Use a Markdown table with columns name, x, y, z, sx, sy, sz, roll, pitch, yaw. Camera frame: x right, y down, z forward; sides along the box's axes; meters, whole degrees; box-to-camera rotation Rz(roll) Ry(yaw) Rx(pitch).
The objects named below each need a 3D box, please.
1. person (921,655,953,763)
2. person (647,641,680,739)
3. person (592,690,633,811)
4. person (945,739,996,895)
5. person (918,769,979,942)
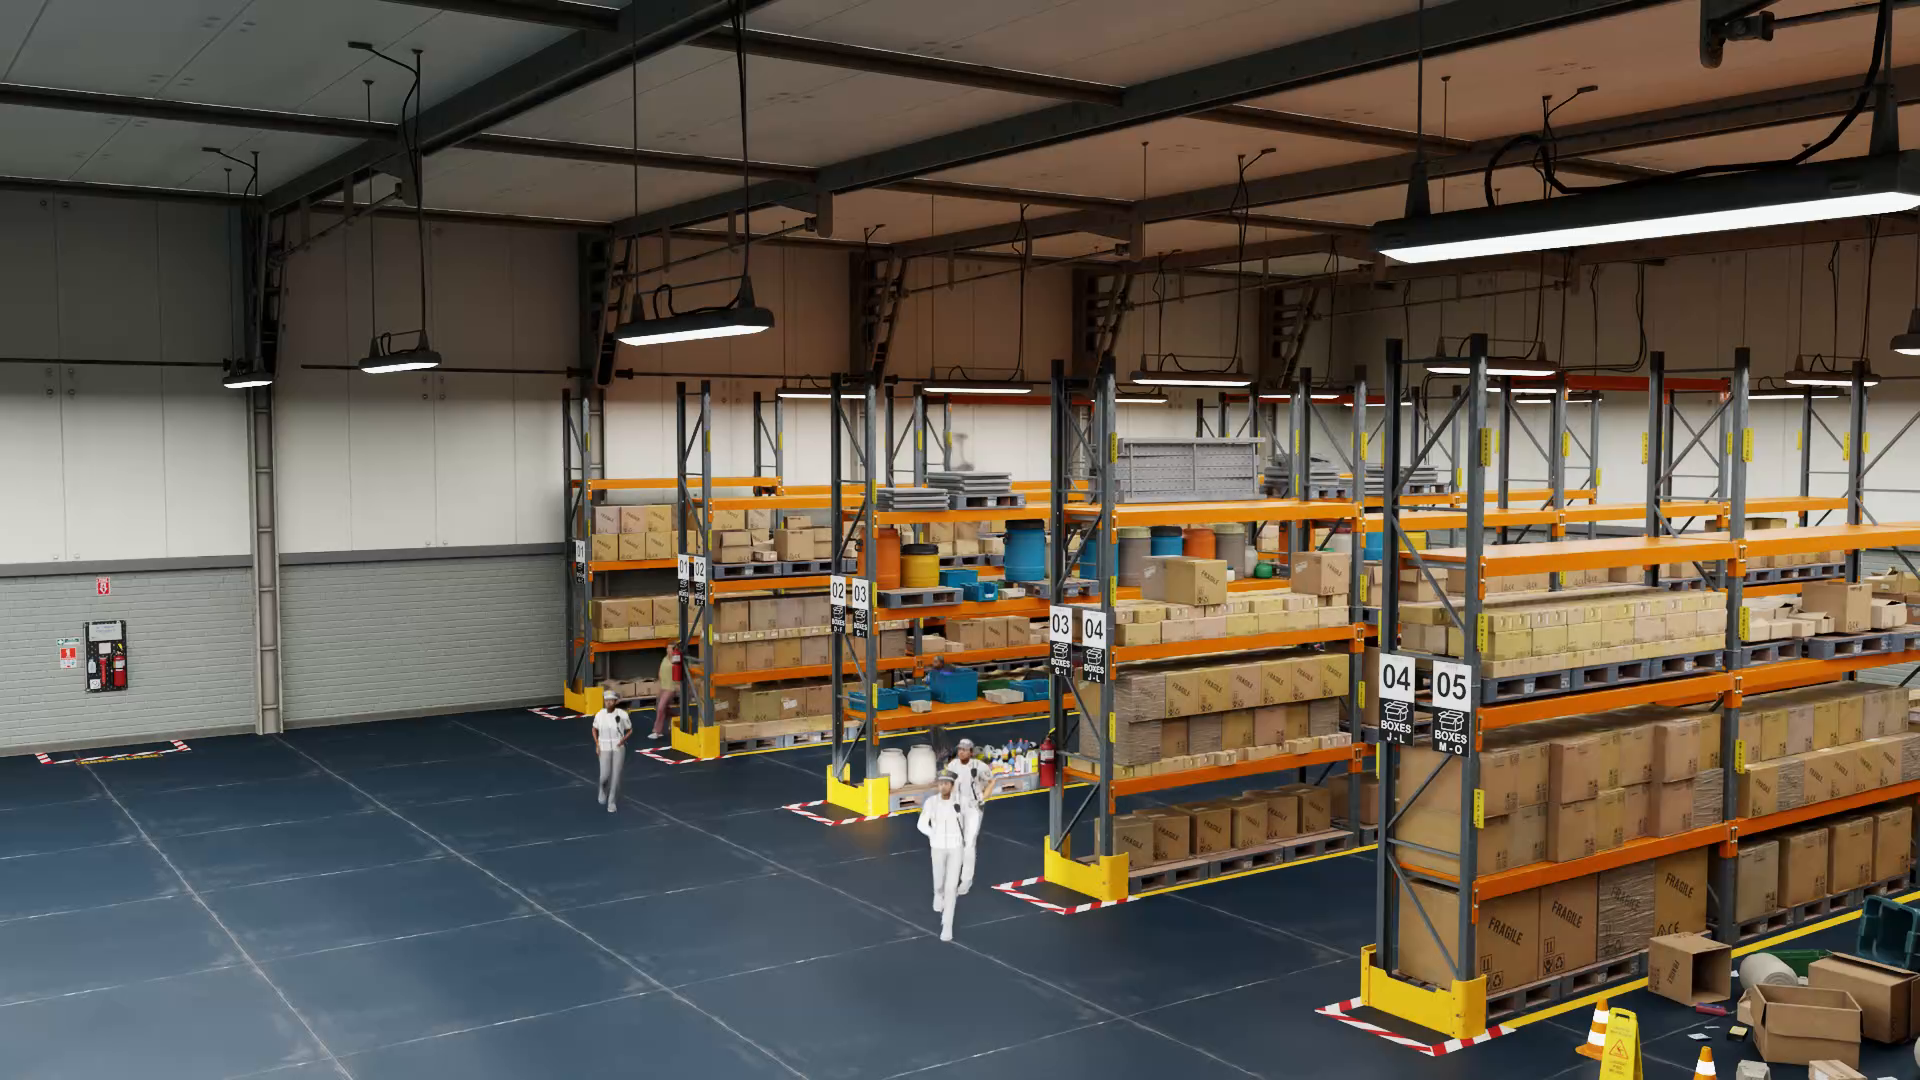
| name | x | y | z | sx | sy | sz | roll | pitch | yaw |
| --- | --- | --- | --- | --- | --- | --- | --- | --- | --- |
| person | -0.352 | 2.663 | 26.209 | 0.702 | 1.713 | 0.555 | -4 | 5 | -45 |
| person | -4.884 | 2.529 | 28.247 | 0.652 | 1.646 | 0.825 | 3 | 5 | 36 |
| person | -4.760 | 2.877 | 22.760 | 0.566 | 1.670 | 0.571 | 0 | 4 | -8 |
| person | 0.049 | 3.103 | 18.951 | 0.606 | 1.692 | 0.814 | 2 | 4 | 25 |
| person | -0.121 | 3.211 | 17.326 | 0.625 | 1.711 | 0.922 | 0 | 4 | 6 |
